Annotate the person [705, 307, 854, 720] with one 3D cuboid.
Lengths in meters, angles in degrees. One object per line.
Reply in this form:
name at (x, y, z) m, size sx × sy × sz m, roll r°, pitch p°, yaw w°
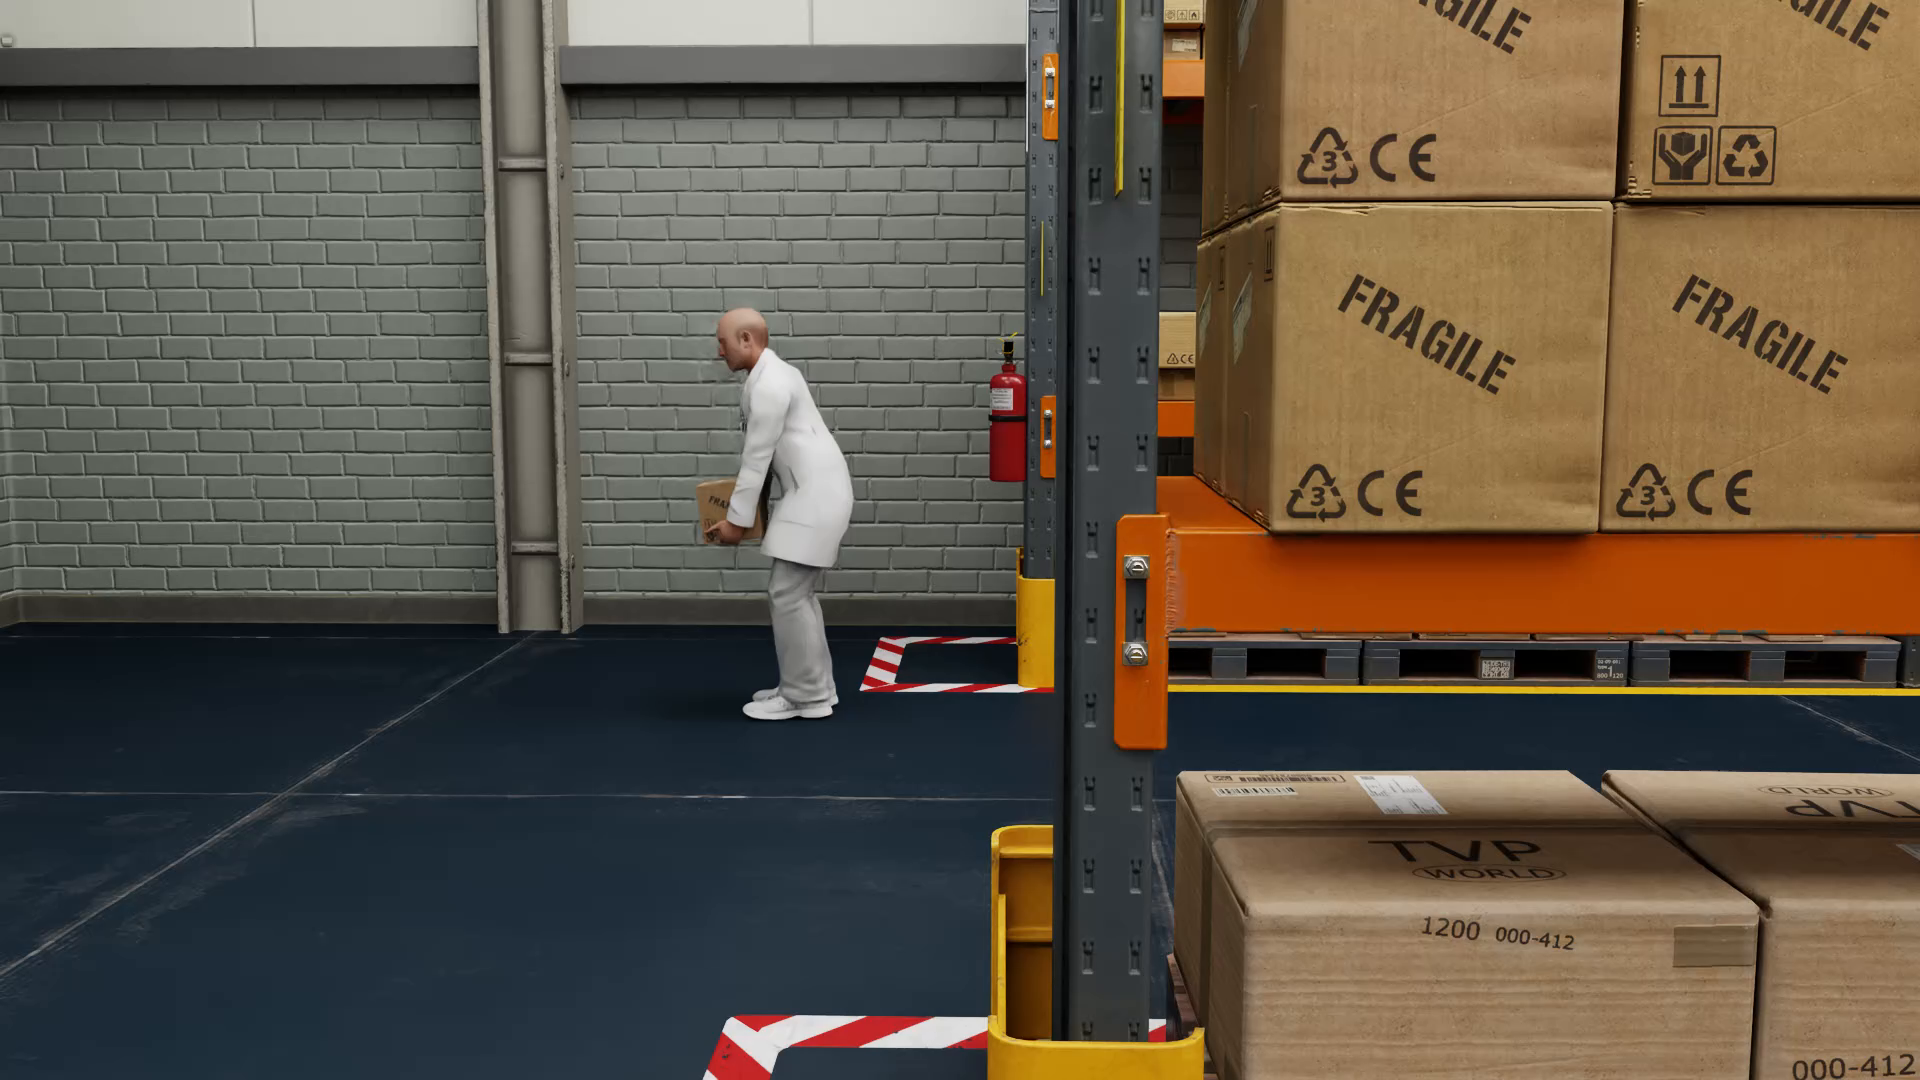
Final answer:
person at (-0.753, -0.113, 7.005) m, size 0.609 × 1.718 × 0.526 m, roll 0°, pitch 7°, yaw 0°
